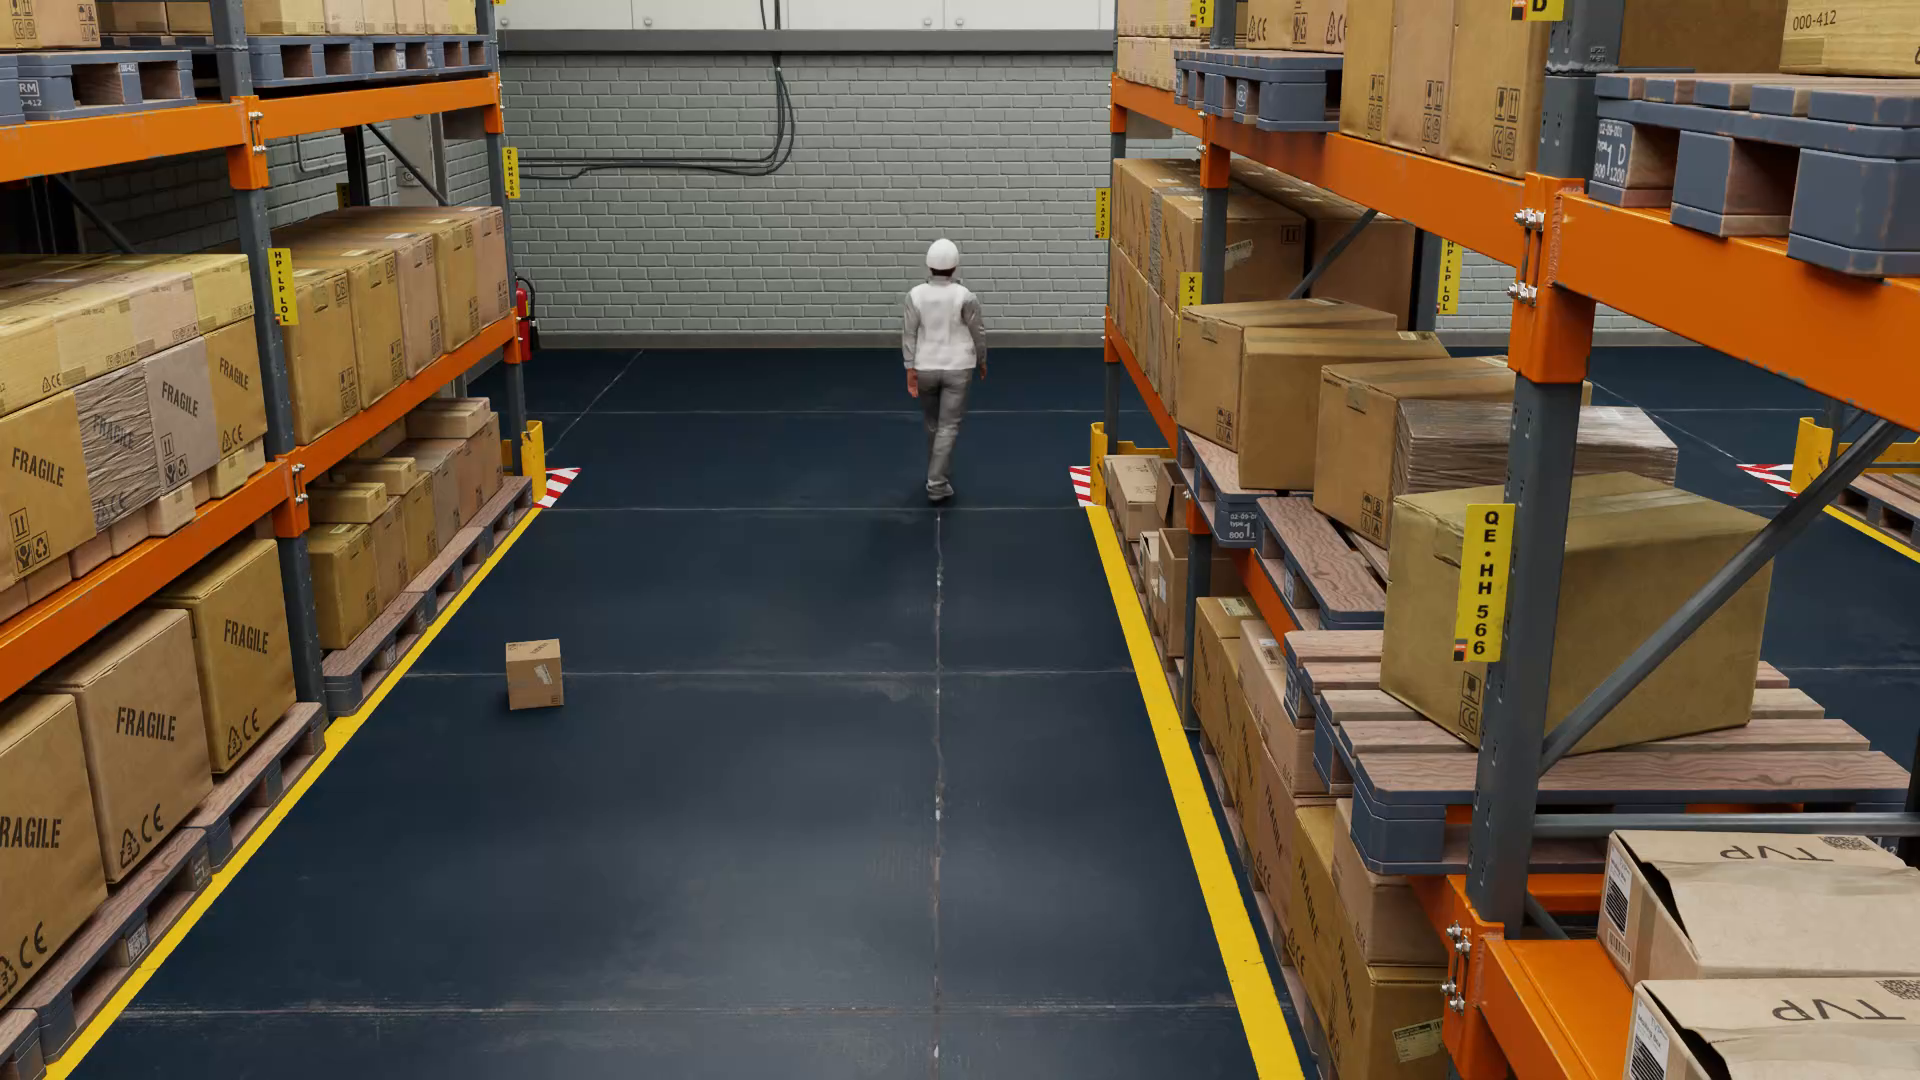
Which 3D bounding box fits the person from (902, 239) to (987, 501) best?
[{"bbox_3d":[-0.068,-1.201,11.384,0.542,1.736,0.936,5,18,17],"label":"person"}]
